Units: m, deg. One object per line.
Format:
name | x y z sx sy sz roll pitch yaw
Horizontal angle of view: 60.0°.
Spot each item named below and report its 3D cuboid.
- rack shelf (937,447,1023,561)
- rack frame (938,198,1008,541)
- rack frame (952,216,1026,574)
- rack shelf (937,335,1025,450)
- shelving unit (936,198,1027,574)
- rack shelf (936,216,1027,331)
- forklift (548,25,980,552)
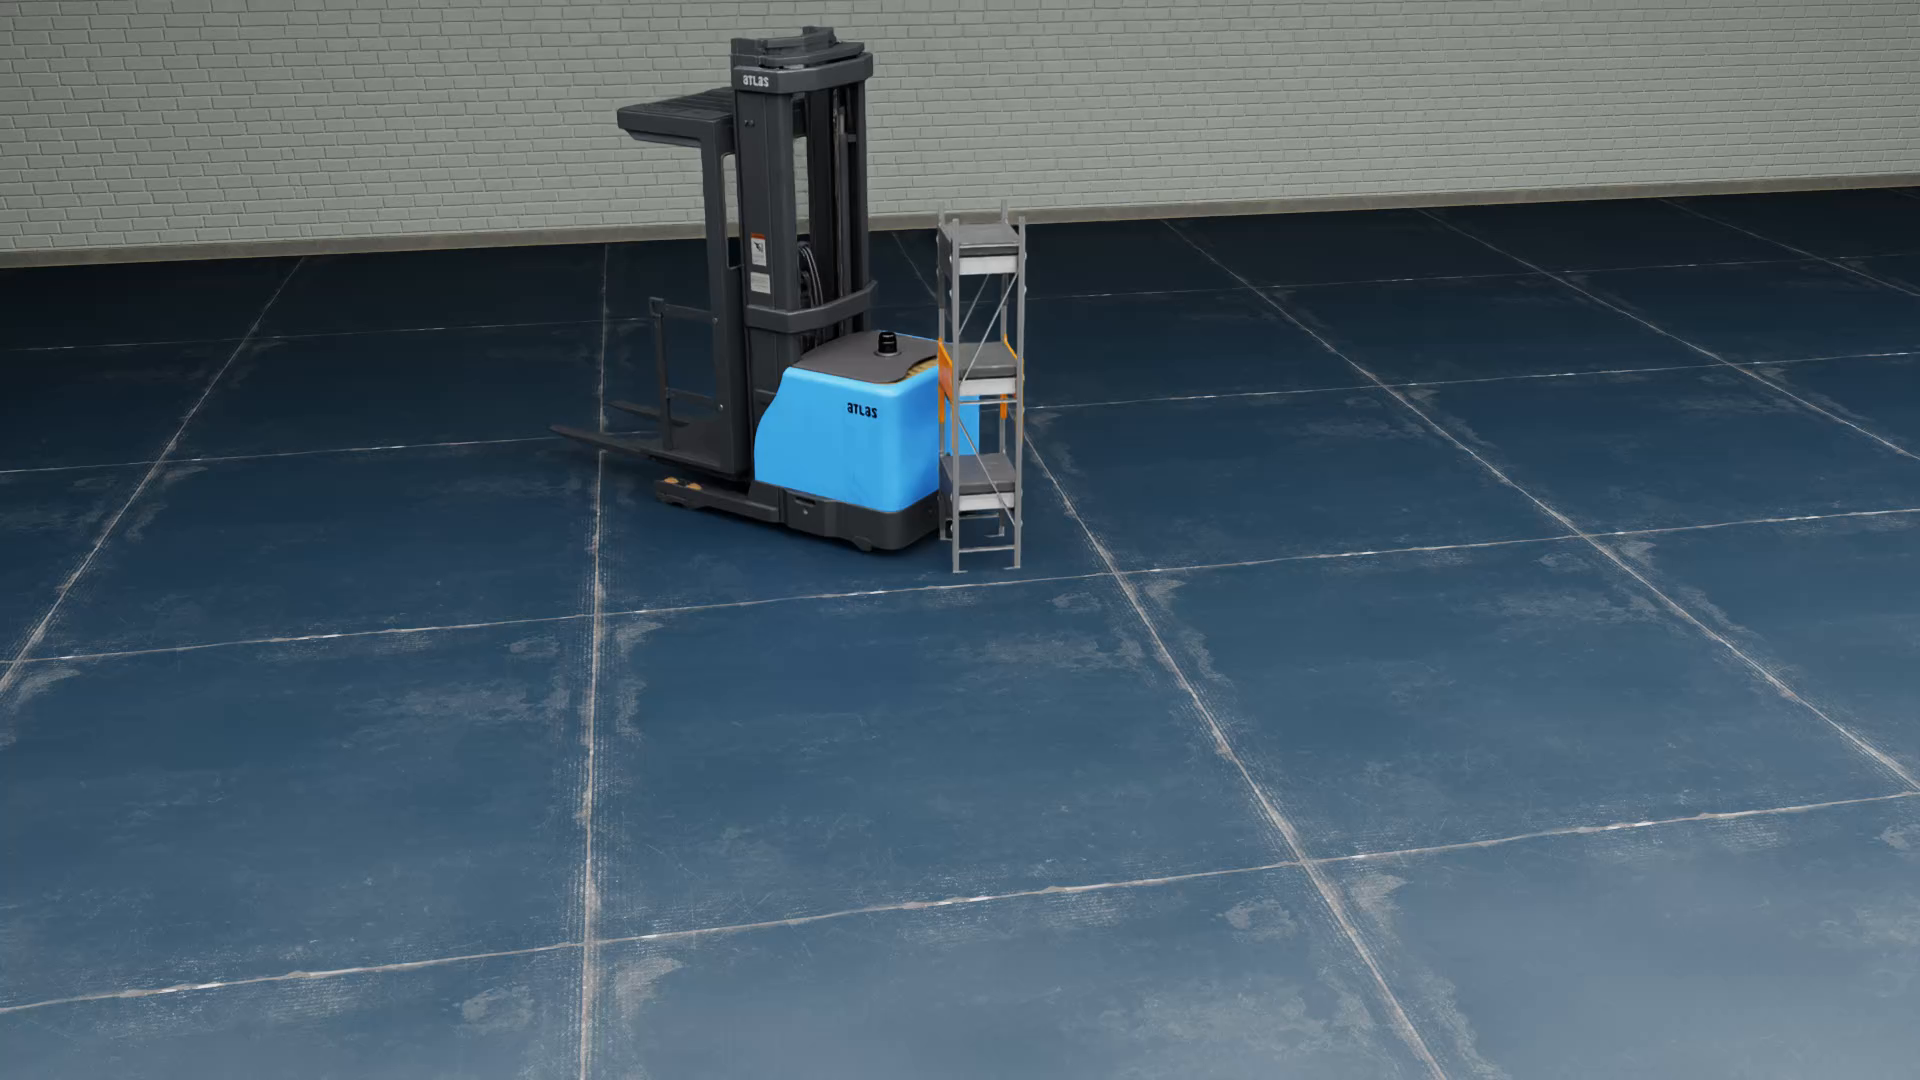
rack shelf | 0.116 -0.219 9.912 0.431 0.518 0.480 -4 24 -9
rack frame | 0.075 -0.970 9.847 0.400 2.100 0.015 -4 24 -9
rack frame | 0.157 -0.777 9.406 0.400 2.100 0.015 -4 24 -9
rack shelf | 0.116 -0.861 9.632 0.431 0.518 0.480 -4 24 -9
shelving unit | 0.116 -0.873 9.626 0.431 2.100 0.503 -4 24 -9
rack shelf | 0.116 -1.502 9.352 0.431 0.518 0.480 -4 24 -9
forklift | -1.383 -1.701 10.483 3.031 2.935 1.130 14 27 29
